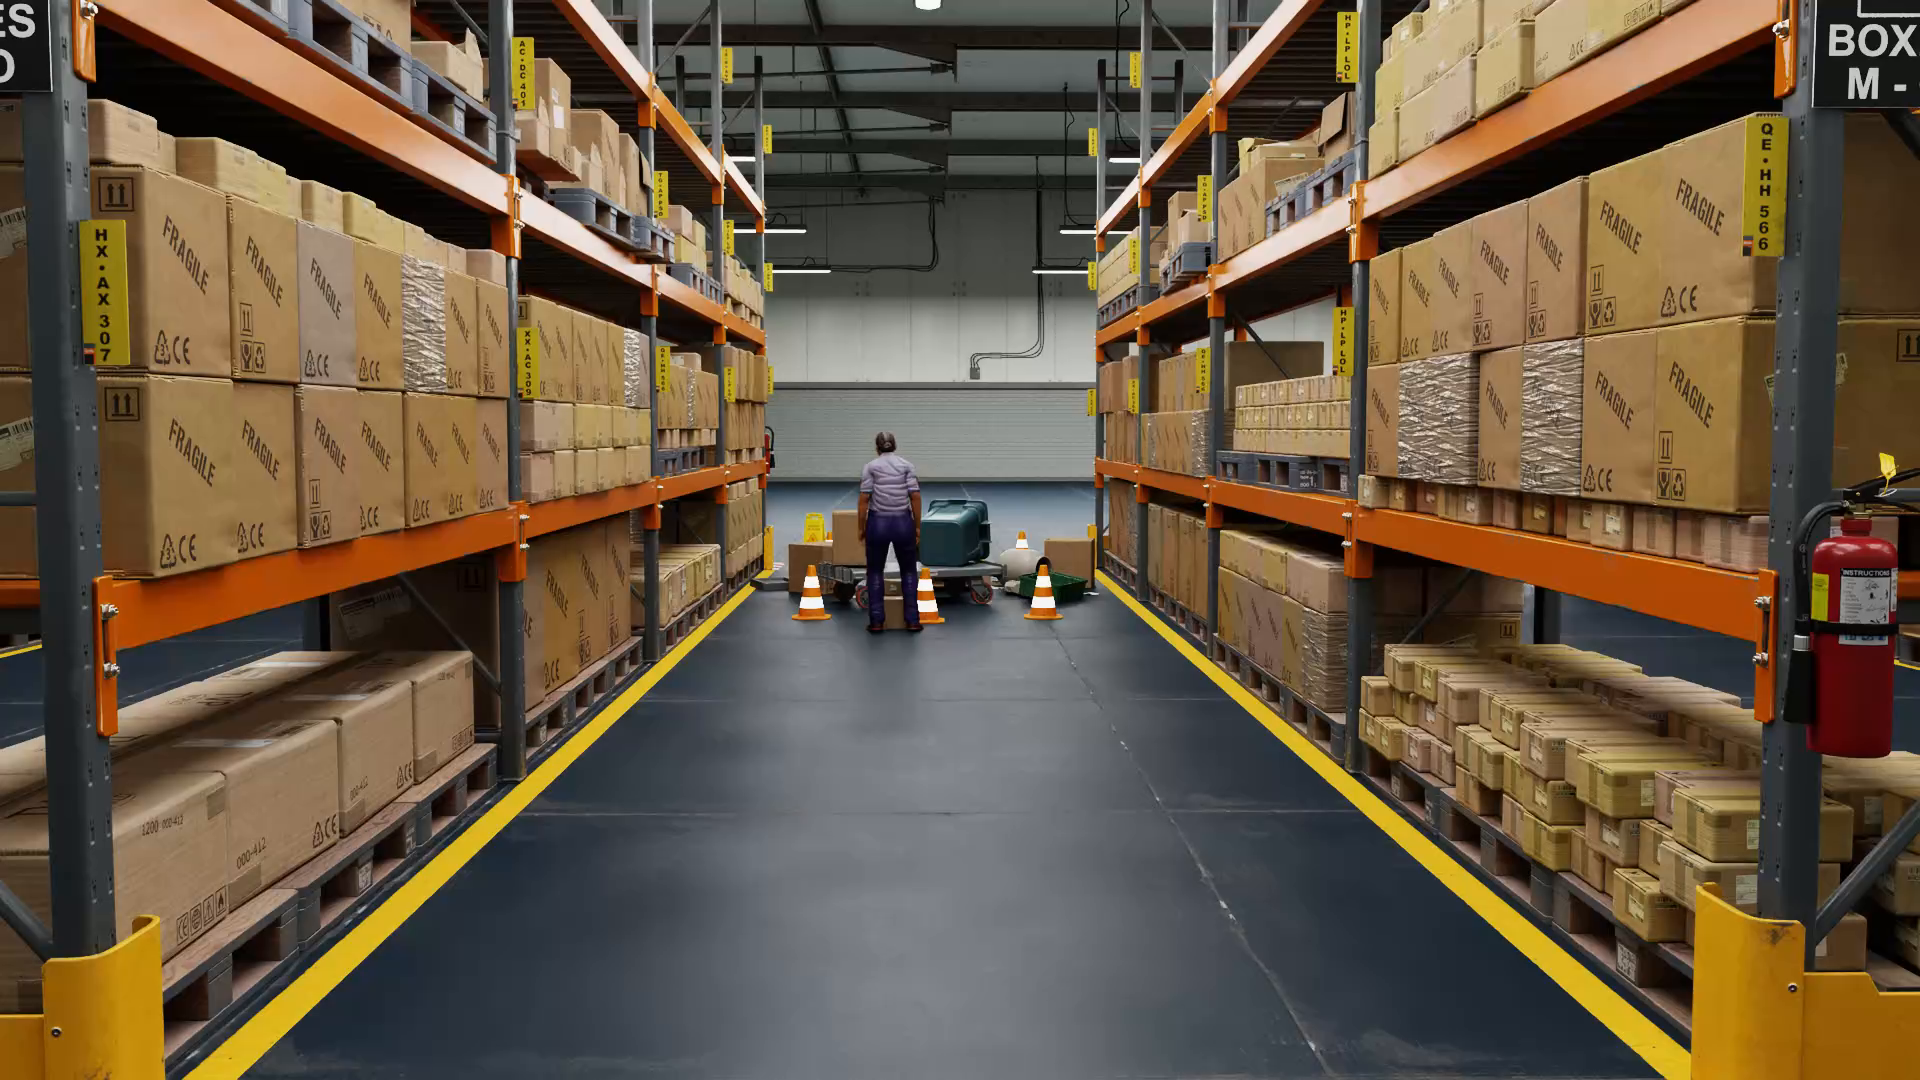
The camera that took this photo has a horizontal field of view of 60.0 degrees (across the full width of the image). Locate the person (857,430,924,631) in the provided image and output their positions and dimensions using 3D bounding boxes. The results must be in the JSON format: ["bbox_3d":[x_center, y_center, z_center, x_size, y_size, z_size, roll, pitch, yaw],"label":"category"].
[{"bbox_3d":[-0.568,-0.074,13.664,0.561,1.651,0.341,-1,4,-9],"label":"person"}]
